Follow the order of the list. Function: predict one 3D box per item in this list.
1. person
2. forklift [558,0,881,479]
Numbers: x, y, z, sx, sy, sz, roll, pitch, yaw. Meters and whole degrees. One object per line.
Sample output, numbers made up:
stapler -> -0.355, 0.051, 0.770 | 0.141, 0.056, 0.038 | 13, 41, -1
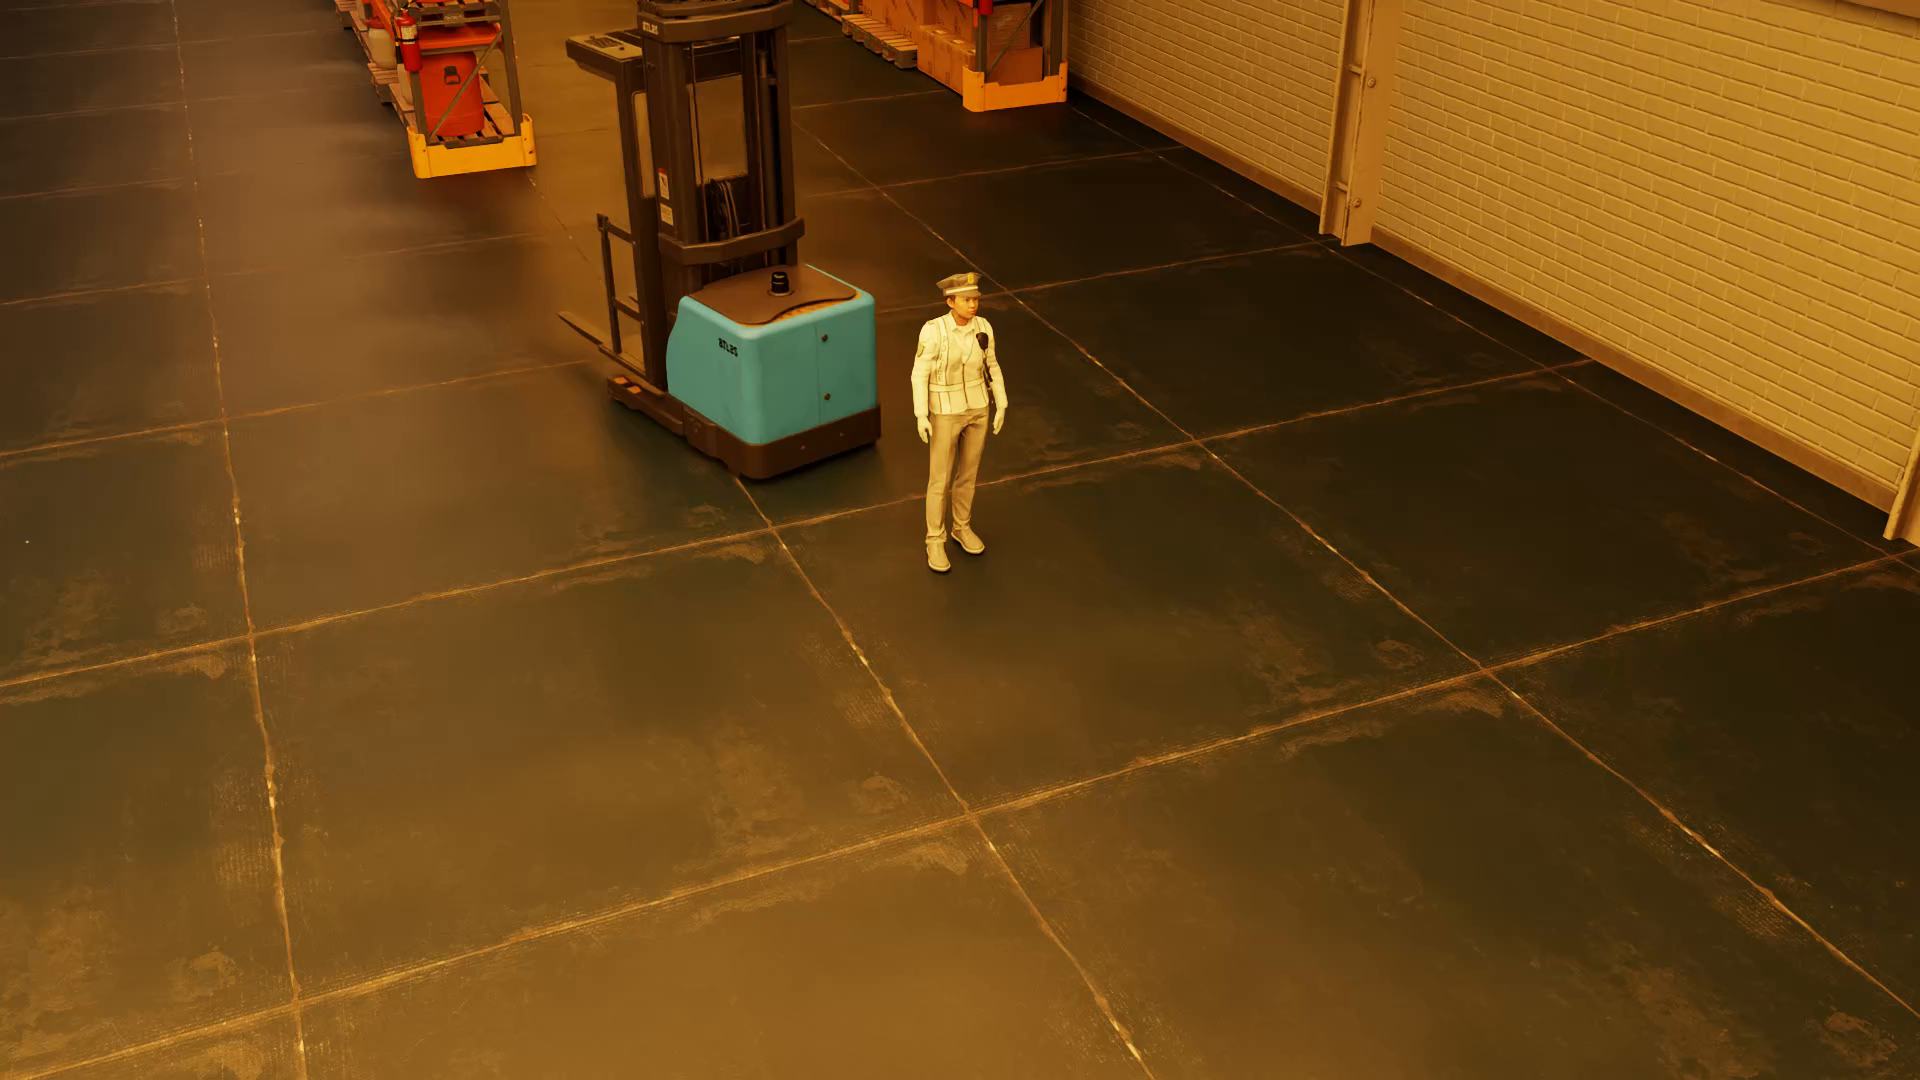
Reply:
person -> 0.021, -0.710, 9.593 | 0.588, 1.696, 0.533 | -12, 32, -20
forklift -> -1.846, -2.324, 11.184 | 1.130, 2.935, 3.031 | -22, 36, -33
